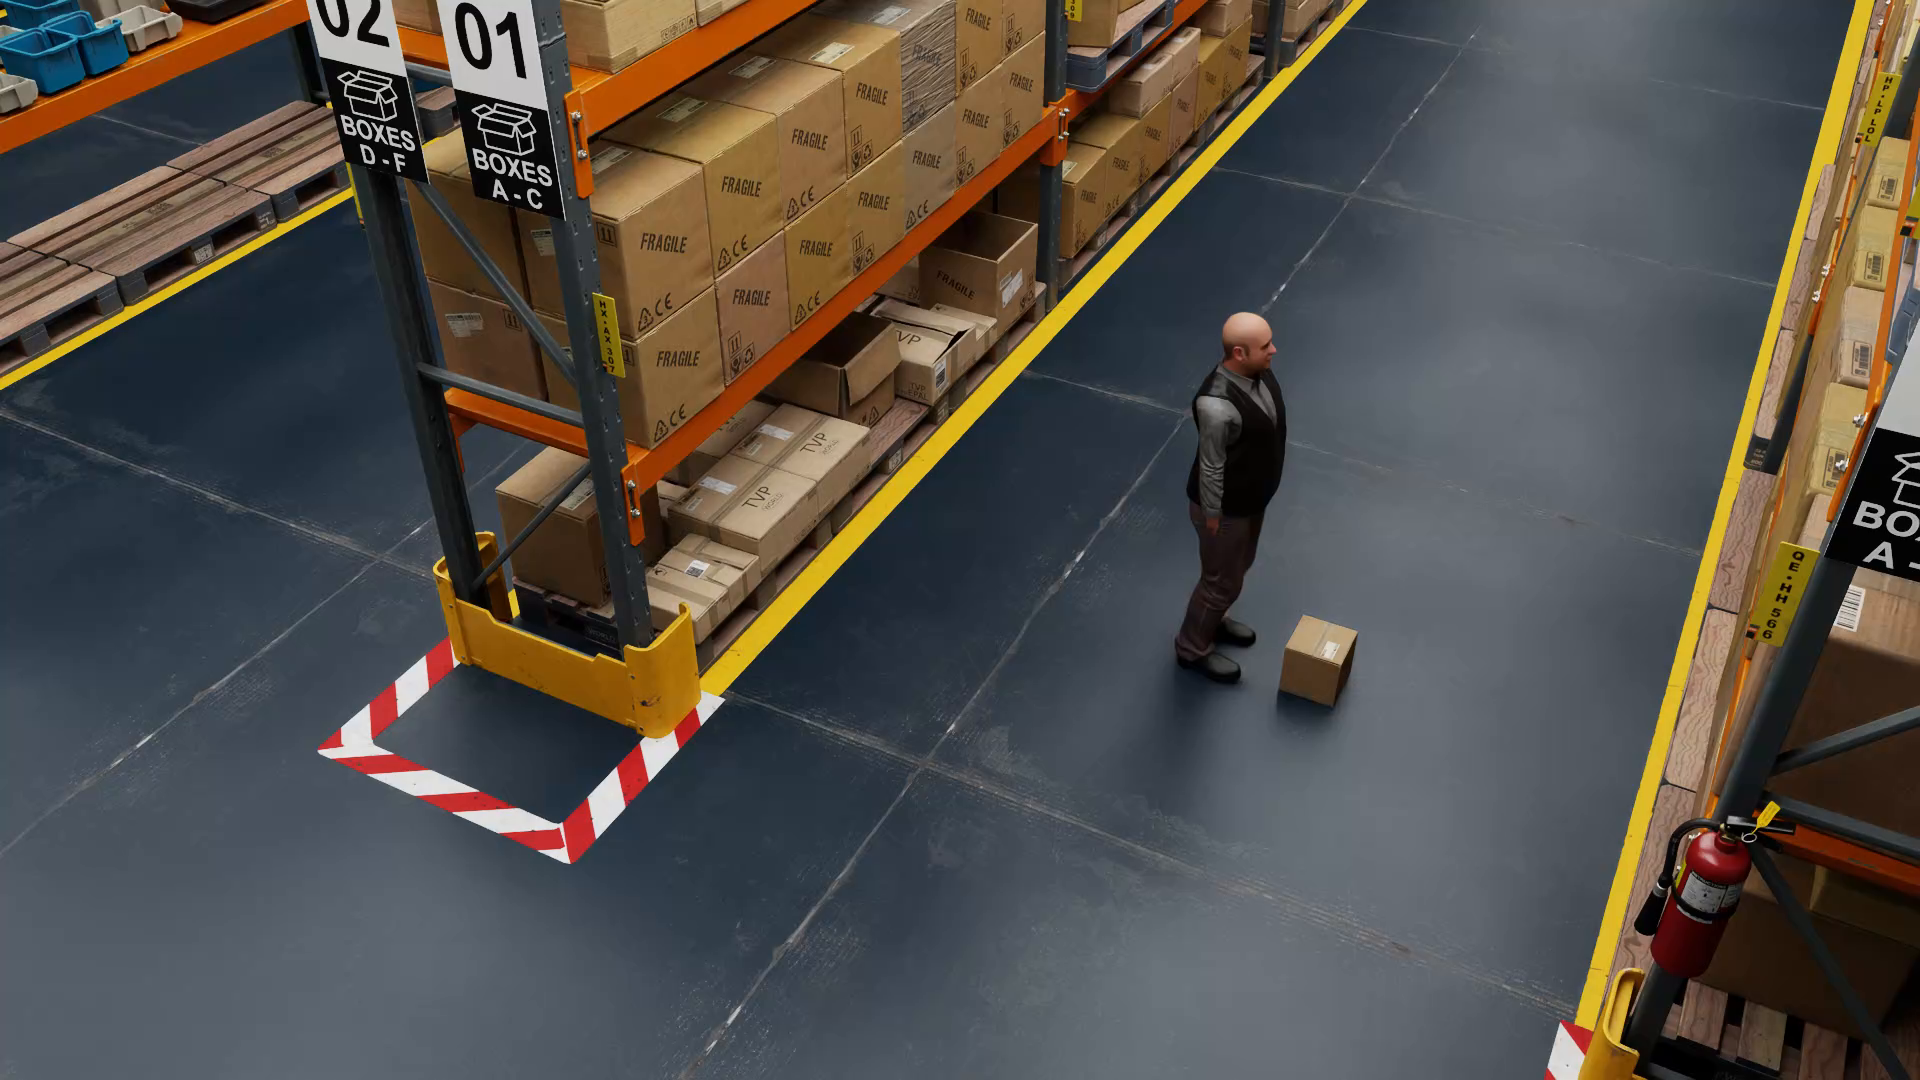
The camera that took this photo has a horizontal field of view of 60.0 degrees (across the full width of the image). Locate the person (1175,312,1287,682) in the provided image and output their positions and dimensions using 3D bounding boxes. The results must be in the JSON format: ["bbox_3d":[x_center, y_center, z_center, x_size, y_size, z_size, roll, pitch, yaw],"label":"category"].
[{"bbox_3d":[1.157,-0.191,7.022,0.361,1.715,0.531,19,41,22],"label":"person"}]
